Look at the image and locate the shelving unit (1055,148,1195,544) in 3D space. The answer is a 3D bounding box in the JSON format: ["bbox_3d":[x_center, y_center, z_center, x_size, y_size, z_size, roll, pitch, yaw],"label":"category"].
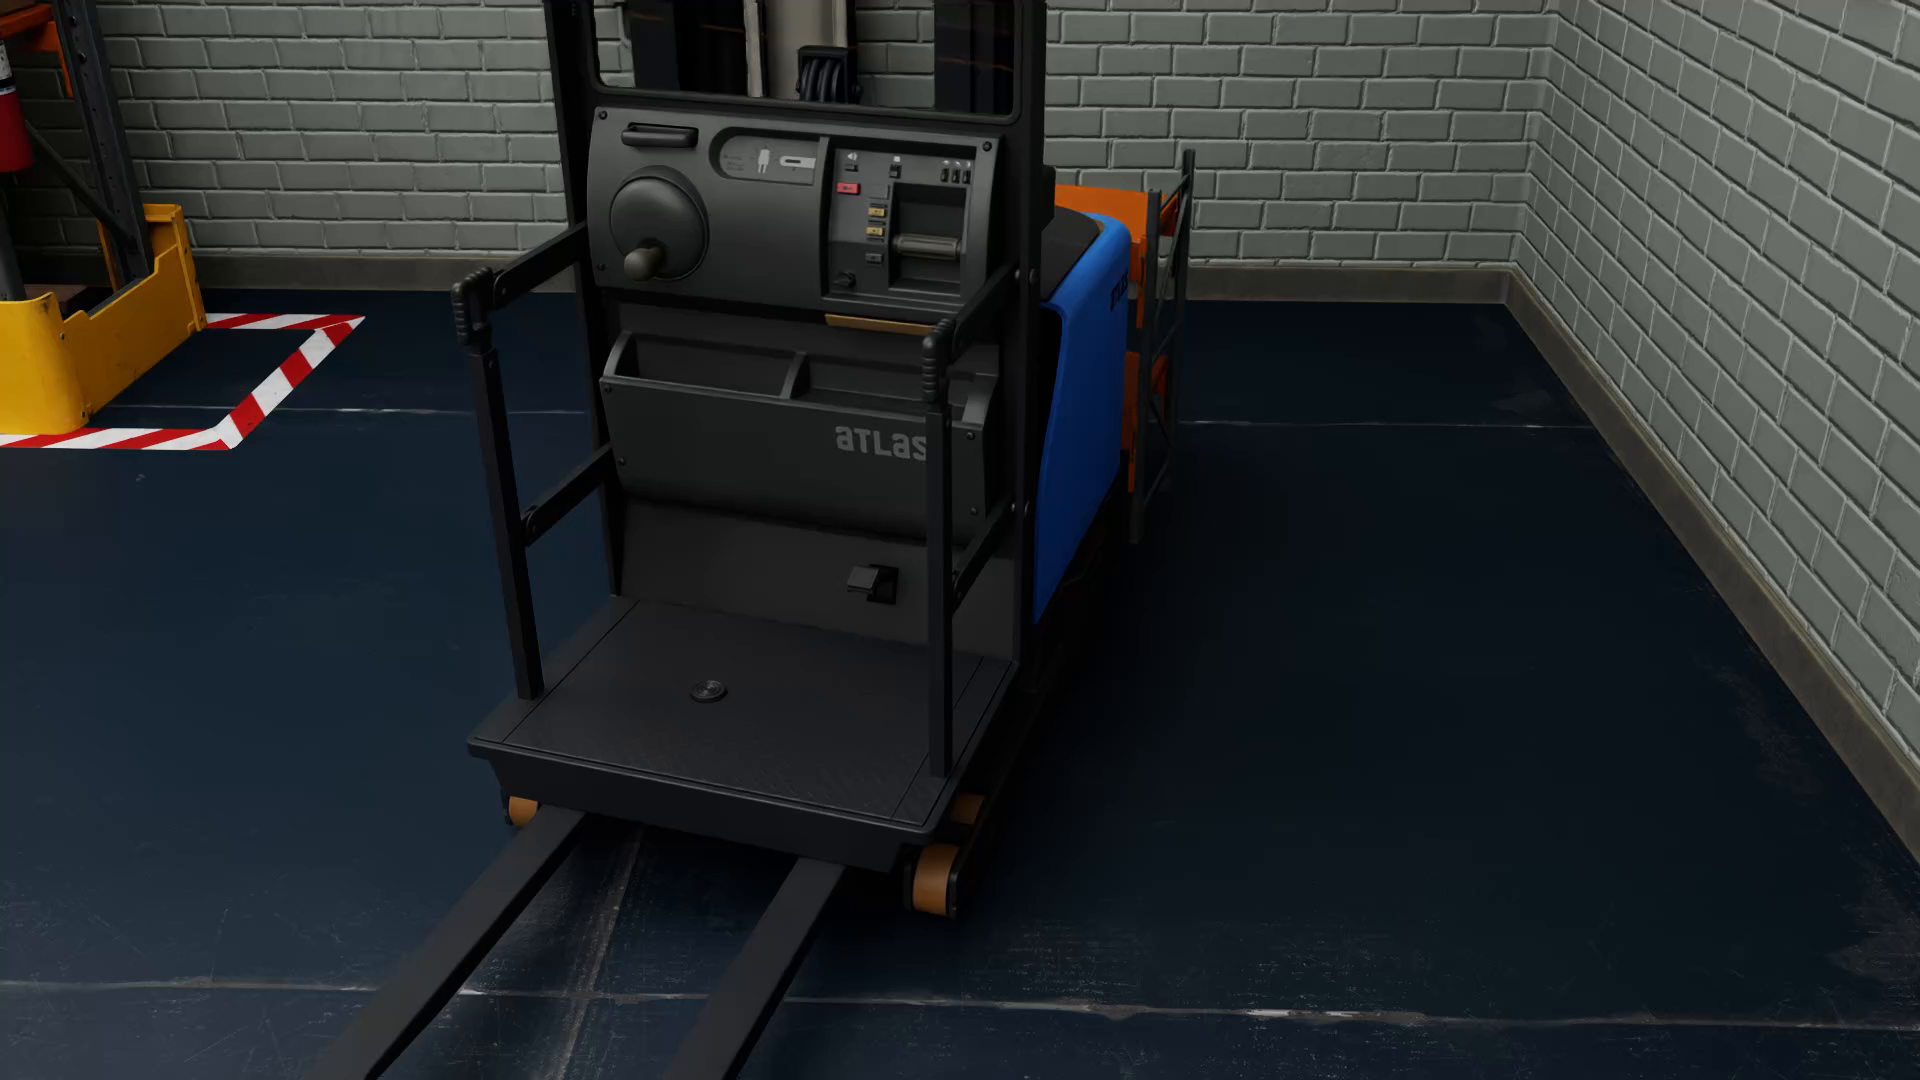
[{"bbox_3d":[0.148,-0.675,5.323,1.048,1.125,0.538,9,29,17],"label":"shelving unit"}]

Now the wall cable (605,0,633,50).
[{"bbox_3d":[-2.043,-2.847,6.333,1.851,1.984,0.084,1,28,2],"label":"wall cable"}]

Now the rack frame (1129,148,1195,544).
[{"bbox_3d":[0.628,-0.597,5.175,0.032,1.125,0.500,9,29,17],"label":"rack frame"}]

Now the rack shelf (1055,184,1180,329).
[{"bbox_3d":[0.148,-0.934,5.186,1.000,0.278,0.538,9,29,17],"label":"rack shelf"}]

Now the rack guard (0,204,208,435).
[{"bbox_3d":[-3.332,-0.872,6.360,0.348,0.500,1.175,1,28,2],"label":"rack guard"}]

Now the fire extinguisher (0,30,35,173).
[{"bbox_3d":[-3.222,-1.559,5.469,0.183,0.674,0.296,1,28,2],"label":"fire extinguisher"}]

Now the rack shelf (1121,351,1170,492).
[{"bbox_3d":[0.148,-0.459,5.437,1.000,0.278,0.538,9,29,17],"label":"rack shelf"}]

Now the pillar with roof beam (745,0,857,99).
[{"bbox_3d":[-0.779,-2.972,1.249,0.400,9.000,9.100,1,28,2],"label":"pillar with roof beam"}]

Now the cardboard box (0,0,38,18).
[{"bbox_3d":[-3.866,-2.113,5.713,0.700,0.700,0.980,2,28,4],"label":"cardboard box"}]

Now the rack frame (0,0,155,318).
[{"bbox_3d":[-3.356,-1.976,5.776,0.127,3.000,1.000,1,28,2],"label":"rack frame"}]

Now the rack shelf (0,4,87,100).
[{"bbox_3d":[-5.355,-1.692,6.007,4.000,0.370,1.077,1,28,2],"label":"rack shelf"}]

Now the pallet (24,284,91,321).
[{"bbox_3d":[-4.158,-0.721,6.385,1.213,0.211,1.003,1,28,2],"label":"pallet"}]

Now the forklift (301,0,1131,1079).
[{"bbox_3d":[-0.433,-0.673,3.390,1.130,2.935,3.031,8,29,15],"label":"forklift"}]
